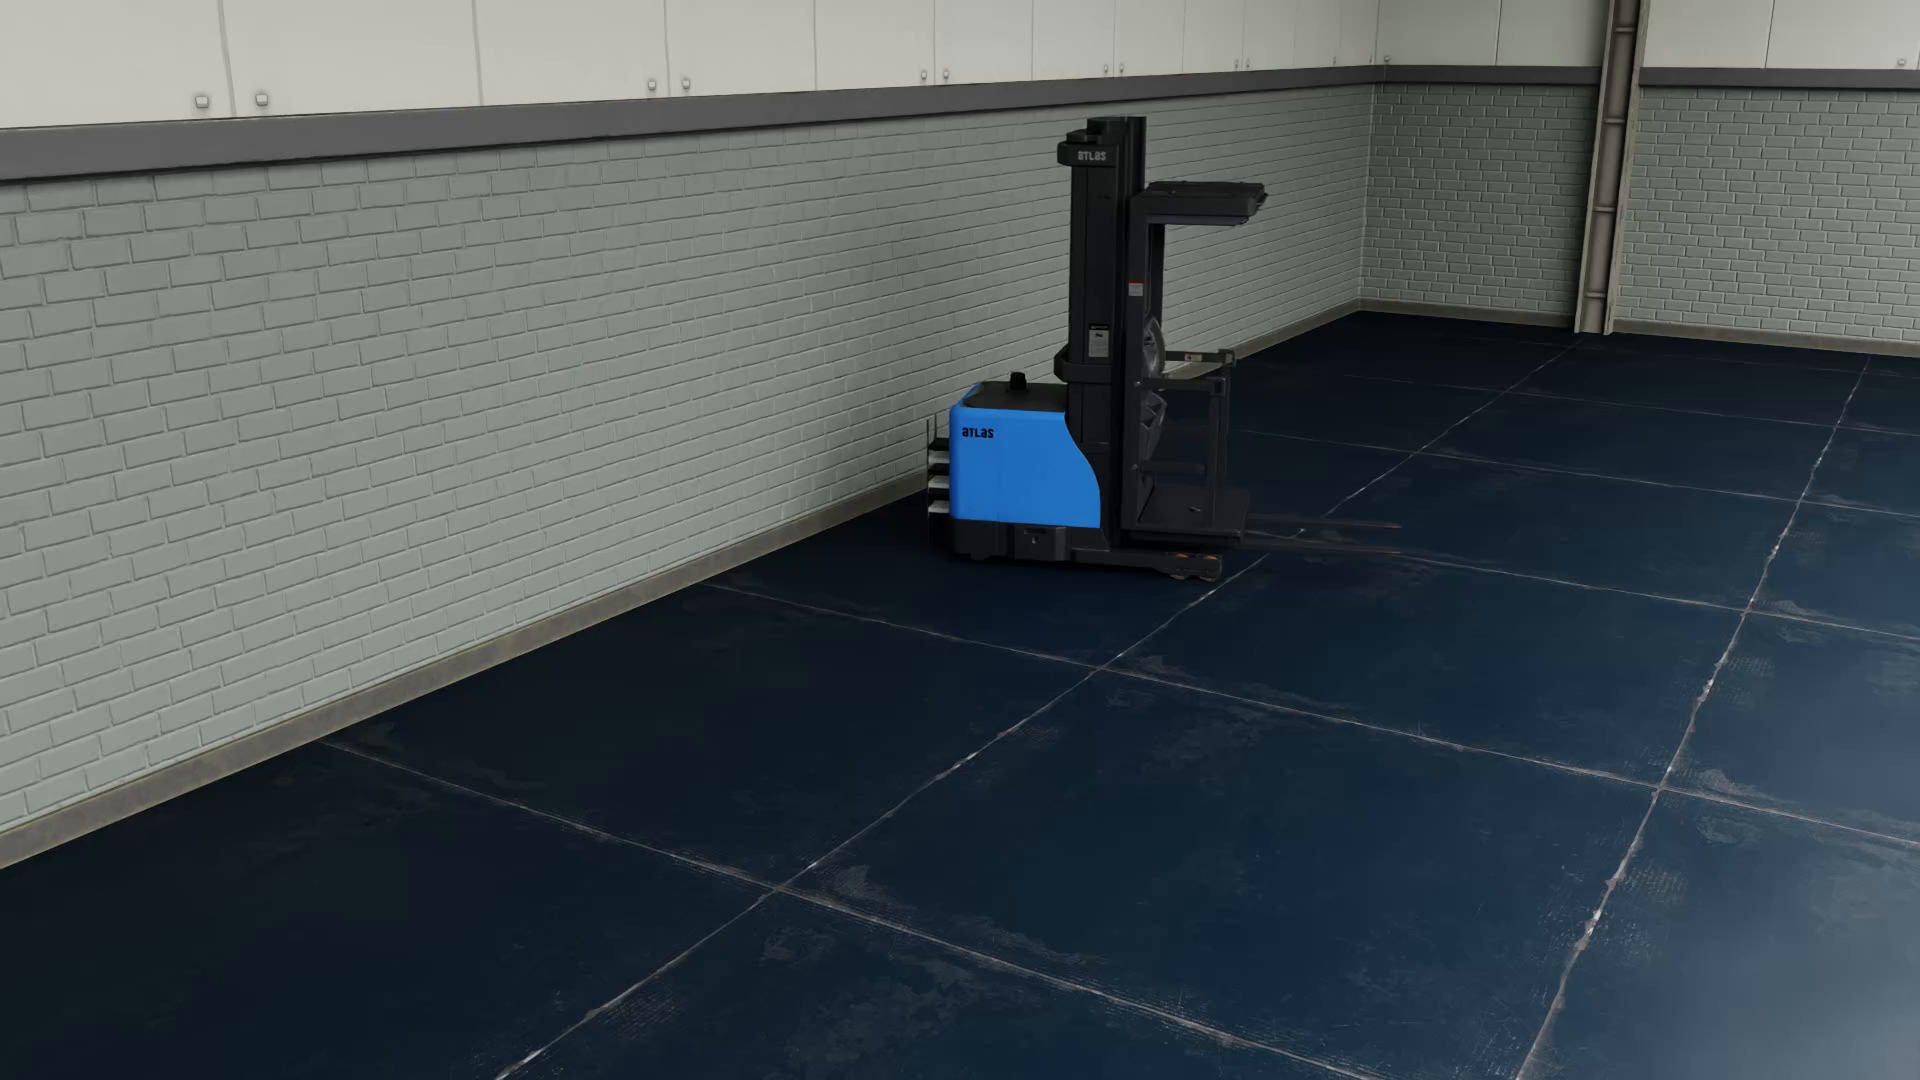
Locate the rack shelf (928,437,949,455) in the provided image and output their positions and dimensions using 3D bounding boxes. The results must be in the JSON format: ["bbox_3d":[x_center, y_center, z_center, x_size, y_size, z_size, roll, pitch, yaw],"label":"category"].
[{"bbox_3d":[-0.100,-0.657,11.680,0.200,0.077,0.258,4,17,12],"label":"rack shelf"}]

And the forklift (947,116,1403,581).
[{"bbox_3d":[1.486,-1.299,11.113,3.031,2.935,1.130,4,17,12],"label":"forklift"}]

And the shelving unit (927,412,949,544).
[{"bbox_3d":[-0.100,-0.430,11.749,0.210,0.900,0.258,4,17,12],"label":"shelving unit"}]

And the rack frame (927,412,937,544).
[{"bbox_3d":[-0.199,-0.437,11.771,0.006,0.900,0.240,4,17,12],"label":"rack frame"}]

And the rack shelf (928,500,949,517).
[{"bbox_3d":[-0.100,-0.226,11.811,0.200,0.077,0.258,4,17,12],"label":"rack shelf"}]

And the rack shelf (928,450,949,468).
[{"bbox_3d":[-0.100,-0.570,11.706,0.200,0.077,0.258,4,17,12],"label":"rack shelf"}]

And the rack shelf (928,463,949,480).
[{"bbox_3d":[-0.100,-0.484,11.732,0.200,0.077,0.258,4,17,12],"label":"rack shelf"}]

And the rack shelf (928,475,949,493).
[{"bbox_3d":[-0.100,-0.398,11.758,0.200,0.077,0.258,4,17,12],"label":"rack shelf"}]

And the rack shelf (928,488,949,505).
[{"bbox_3d":[-0.100,-0.312,11.785,0.200,0.077,0.258,4,17,12],"label":"rack shelf"}]

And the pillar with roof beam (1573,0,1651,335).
[{"bbox_3d":[5.446,-5.772,15.402,0.400,9.000,9.100,10,20,30],"label":"pillar with roof beam"}]
